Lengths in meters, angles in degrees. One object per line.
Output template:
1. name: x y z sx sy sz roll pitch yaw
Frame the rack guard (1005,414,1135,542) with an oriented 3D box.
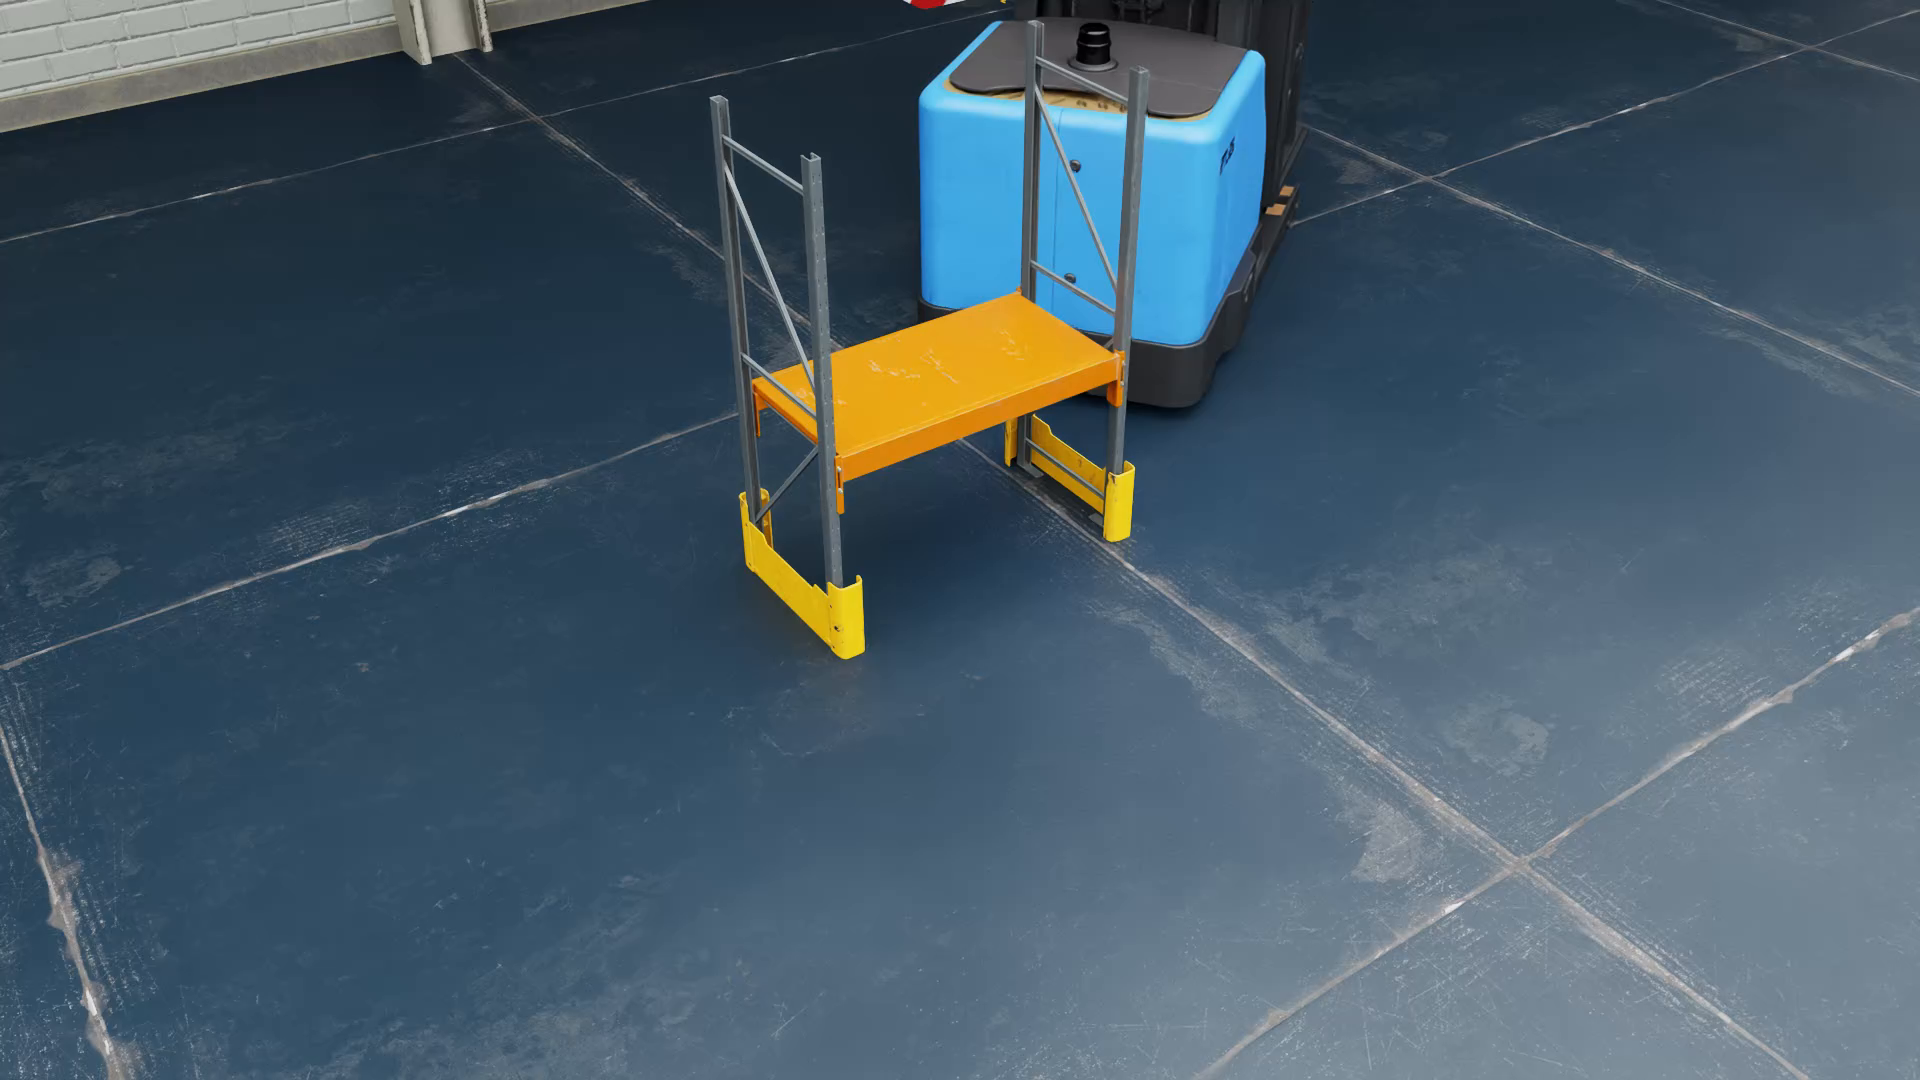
1. rack guard: 0.345 -0.243 5.374 0.087 0.250 0.587 -22 41 -28

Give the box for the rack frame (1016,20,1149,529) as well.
1. rack frame: 0.346 -0.751 5.010 0.032 1.500 0.500 -22 41 -28

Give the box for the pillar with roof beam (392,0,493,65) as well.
1. pillar with roof beam: -0.264 -4.225 3.417 0.400 9.000 9.100 -22 41 -28

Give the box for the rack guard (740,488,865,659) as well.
1. rack guard: -0.469 0.092 4.908 0.087 0.250 0.587 -22 41 -28

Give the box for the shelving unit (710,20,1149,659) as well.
1. shelving unit: -0.062 -0.583 4.776 1.083 1.500 0.587 -22 41 -28

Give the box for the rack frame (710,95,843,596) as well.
1. rack frame: -0.485 -0.409 4.534 0.032 1.500 0.500 -22 41 -28

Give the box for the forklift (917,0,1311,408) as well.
1. forklift: 0.819 -2.505 6.223 1.130 2.935 3.031 12 37 16

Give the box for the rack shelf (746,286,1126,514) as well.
1. rack shelf: -0.070 -0.434 4.877 1.000 0.185 0.538 -22 41 -28
